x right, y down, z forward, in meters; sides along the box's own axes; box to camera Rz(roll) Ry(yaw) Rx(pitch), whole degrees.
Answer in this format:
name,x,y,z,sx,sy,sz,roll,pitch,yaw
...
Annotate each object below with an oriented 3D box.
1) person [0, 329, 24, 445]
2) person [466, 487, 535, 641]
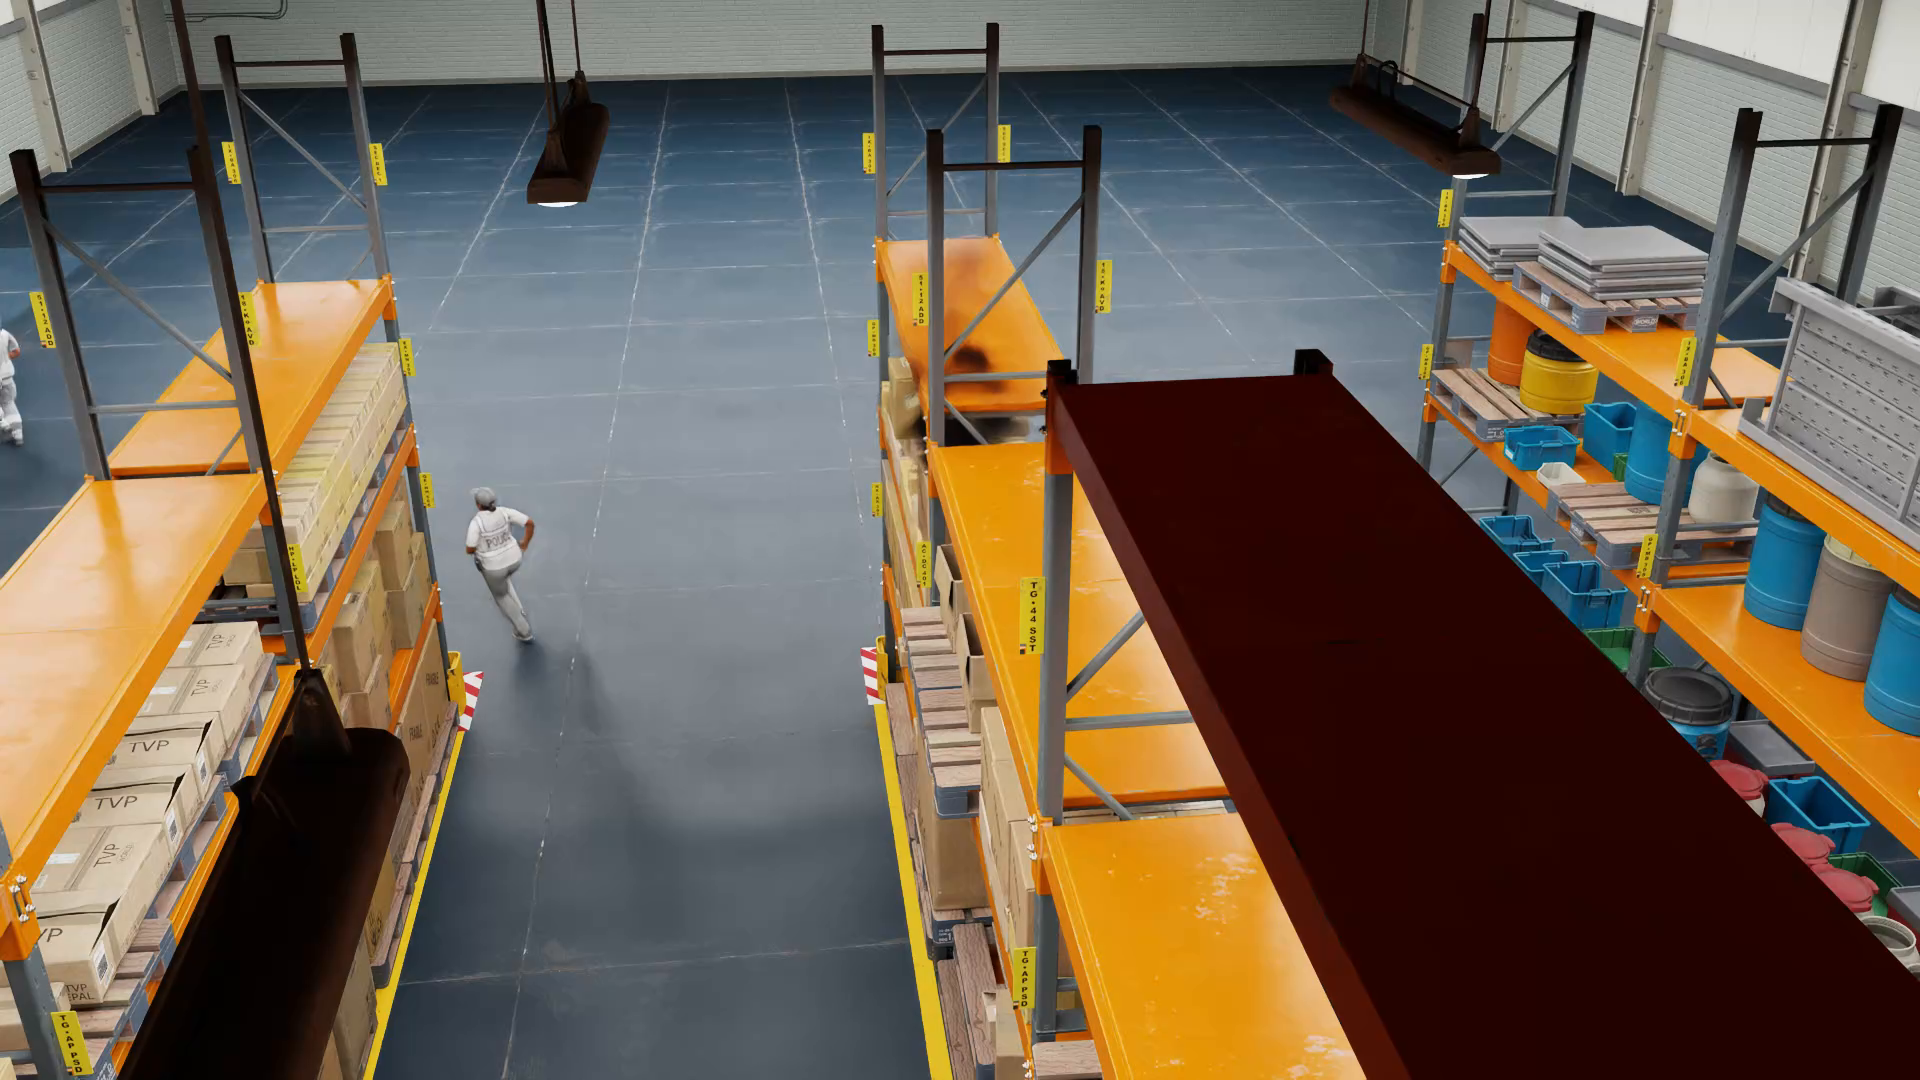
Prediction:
name,x,y,z,sx,sy,sz,roll,pitch,yaw
person,-12.068,-2.060,20.770,0.581,1.741,0.643,21,33,37
person,-4.490,0.231,16.142,0.615,1.657,0.619,17,30,31
